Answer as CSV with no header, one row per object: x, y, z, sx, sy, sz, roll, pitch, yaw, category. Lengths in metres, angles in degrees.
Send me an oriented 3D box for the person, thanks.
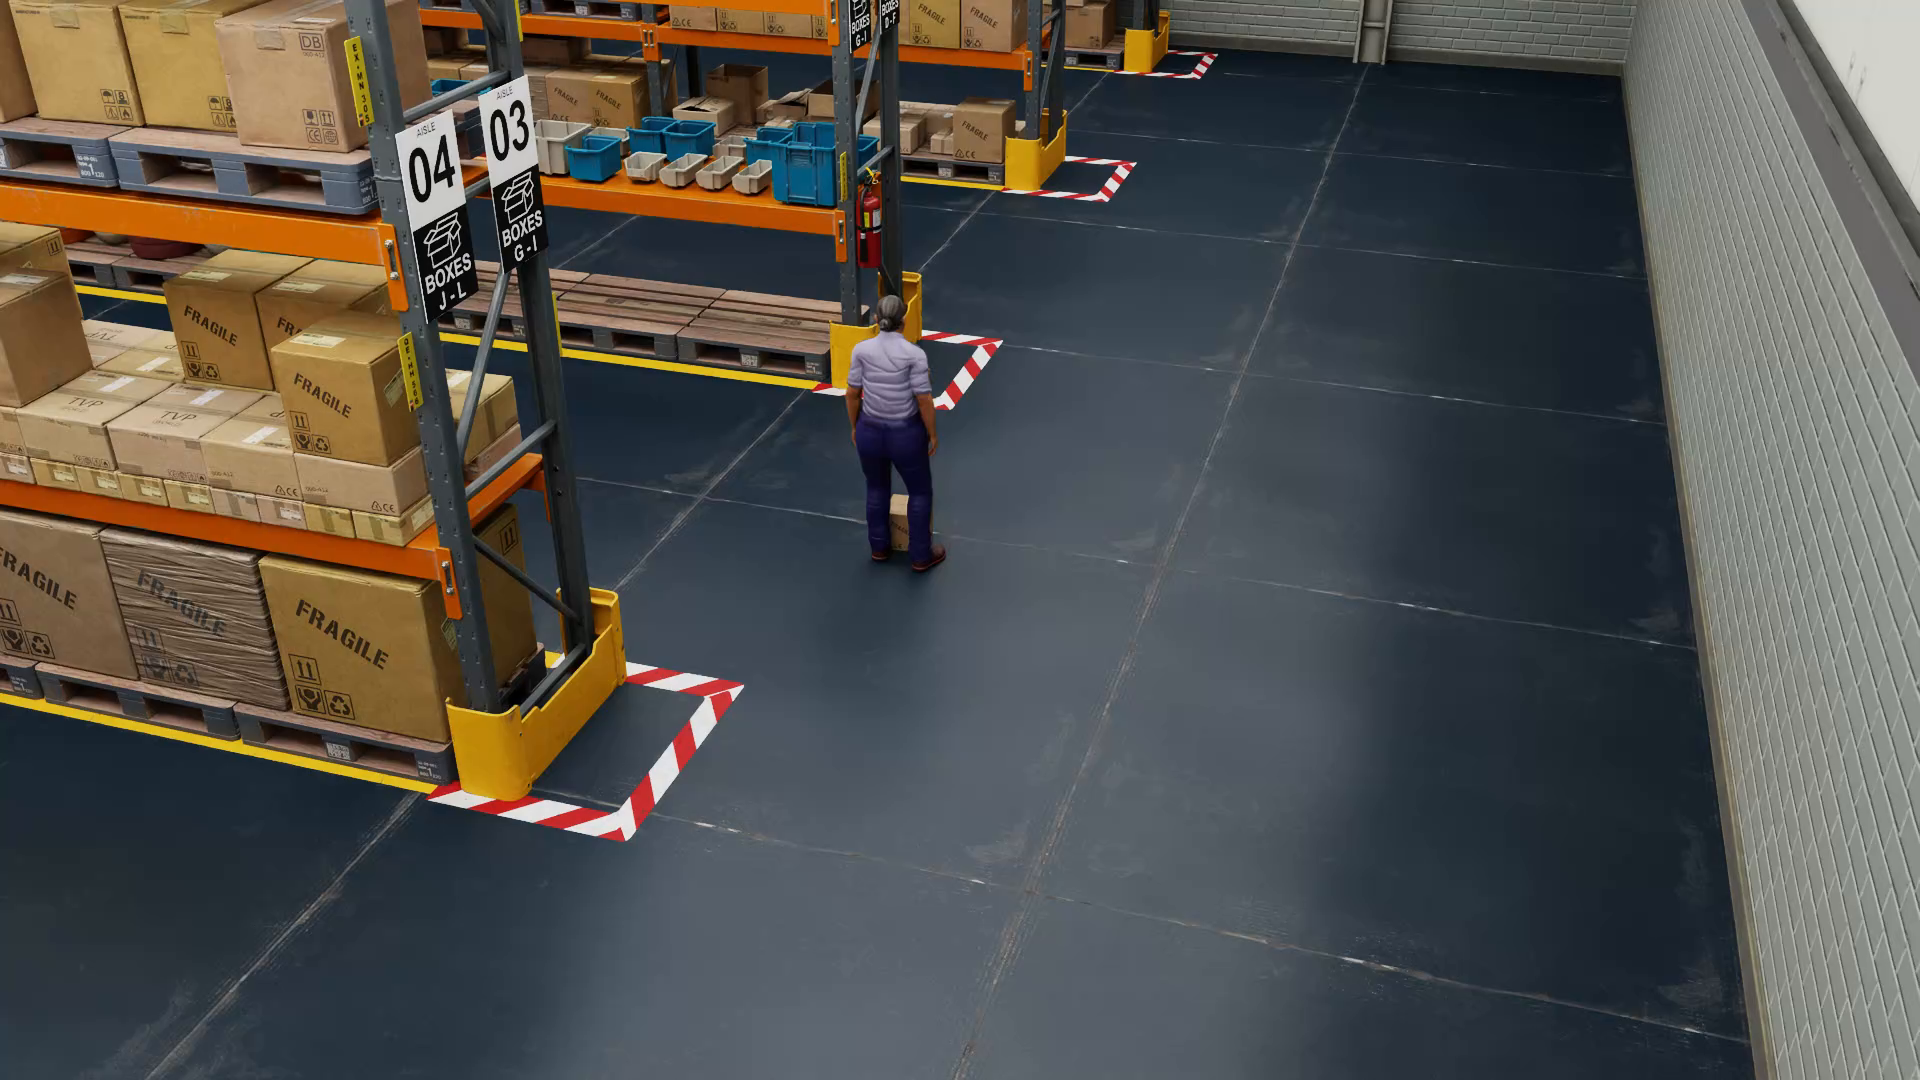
-0.367,-0.618,9.604,0.545,1.651,0.379,8,30,14,person
